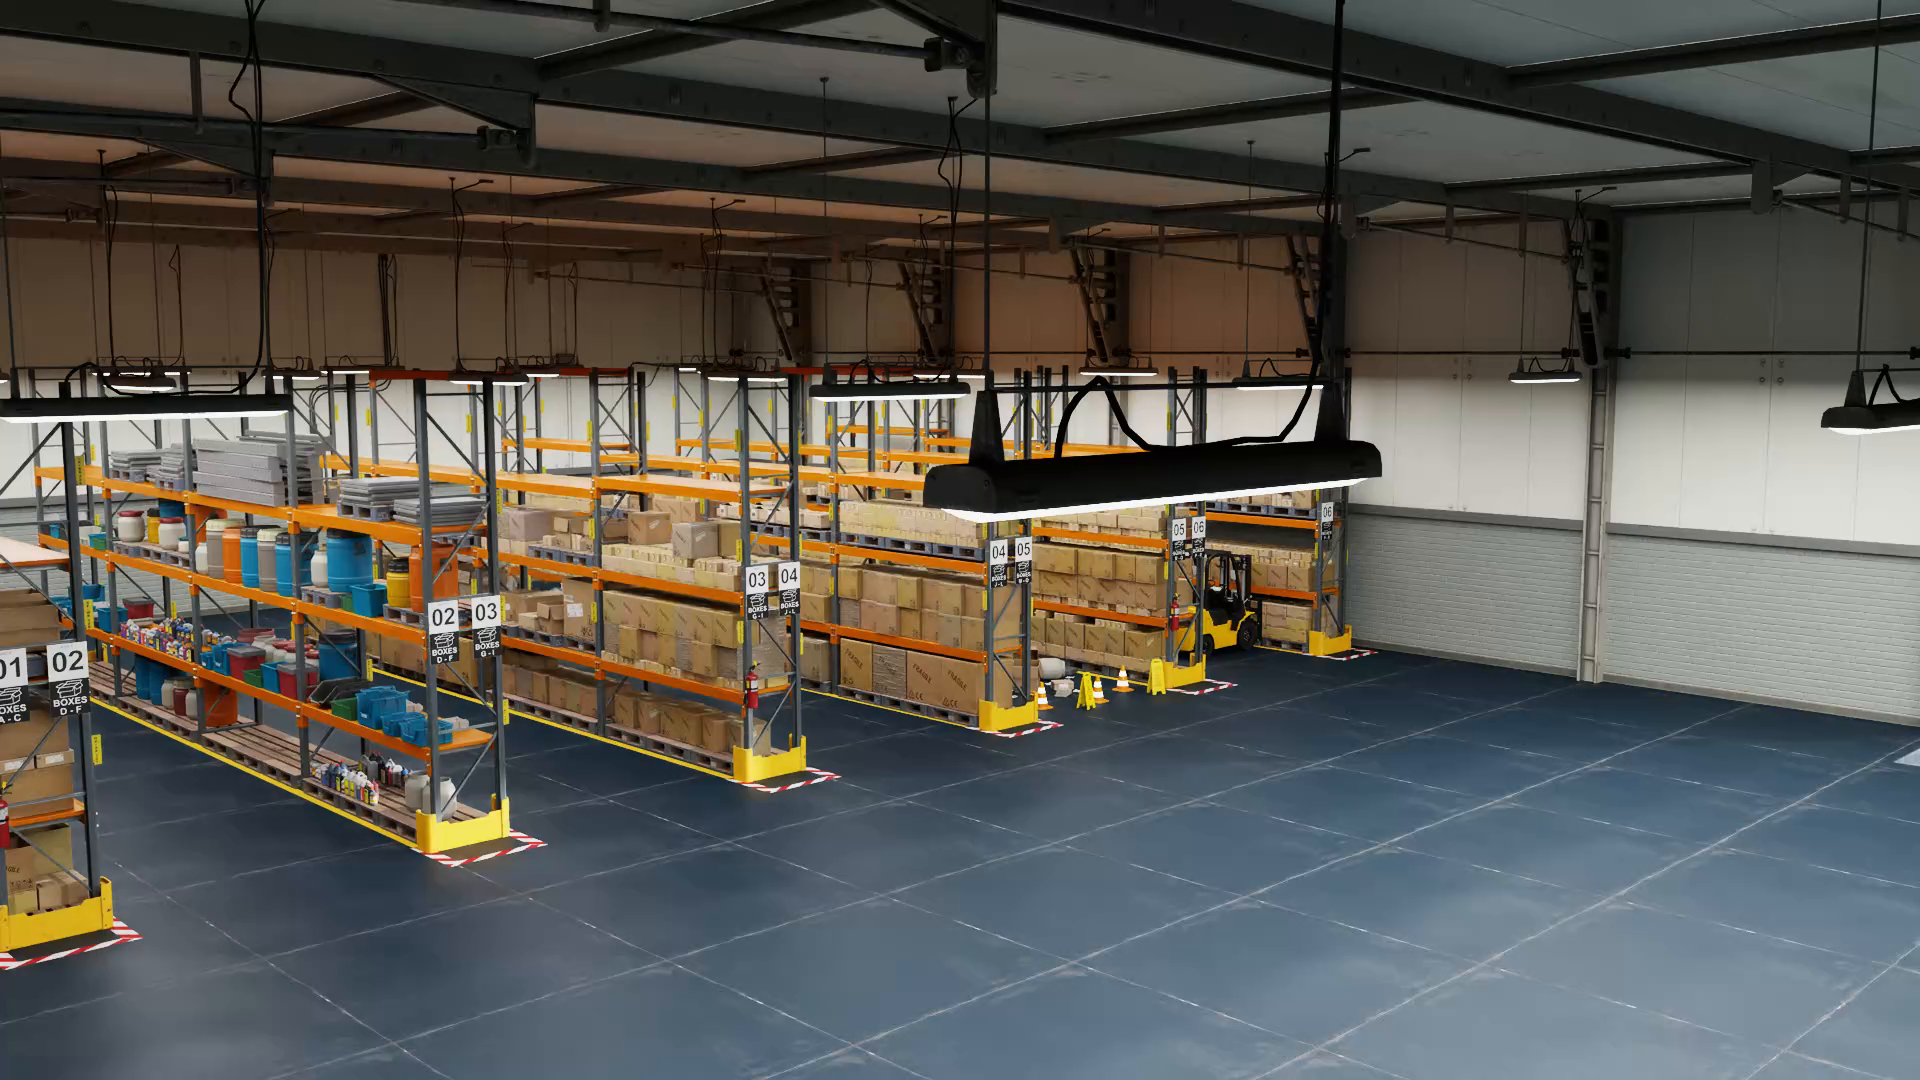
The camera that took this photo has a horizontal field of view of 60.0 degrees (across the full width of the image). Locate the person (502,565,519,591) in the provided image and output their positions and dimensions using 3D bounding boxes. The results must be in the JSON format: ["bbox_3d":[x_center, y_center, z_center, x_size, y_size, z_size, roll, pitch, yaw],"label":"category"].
[{"bbox_3d":[-10.005,1.365,36.783,0.571,1.638,0.569,-6,9,-44],"label":"person"}]
